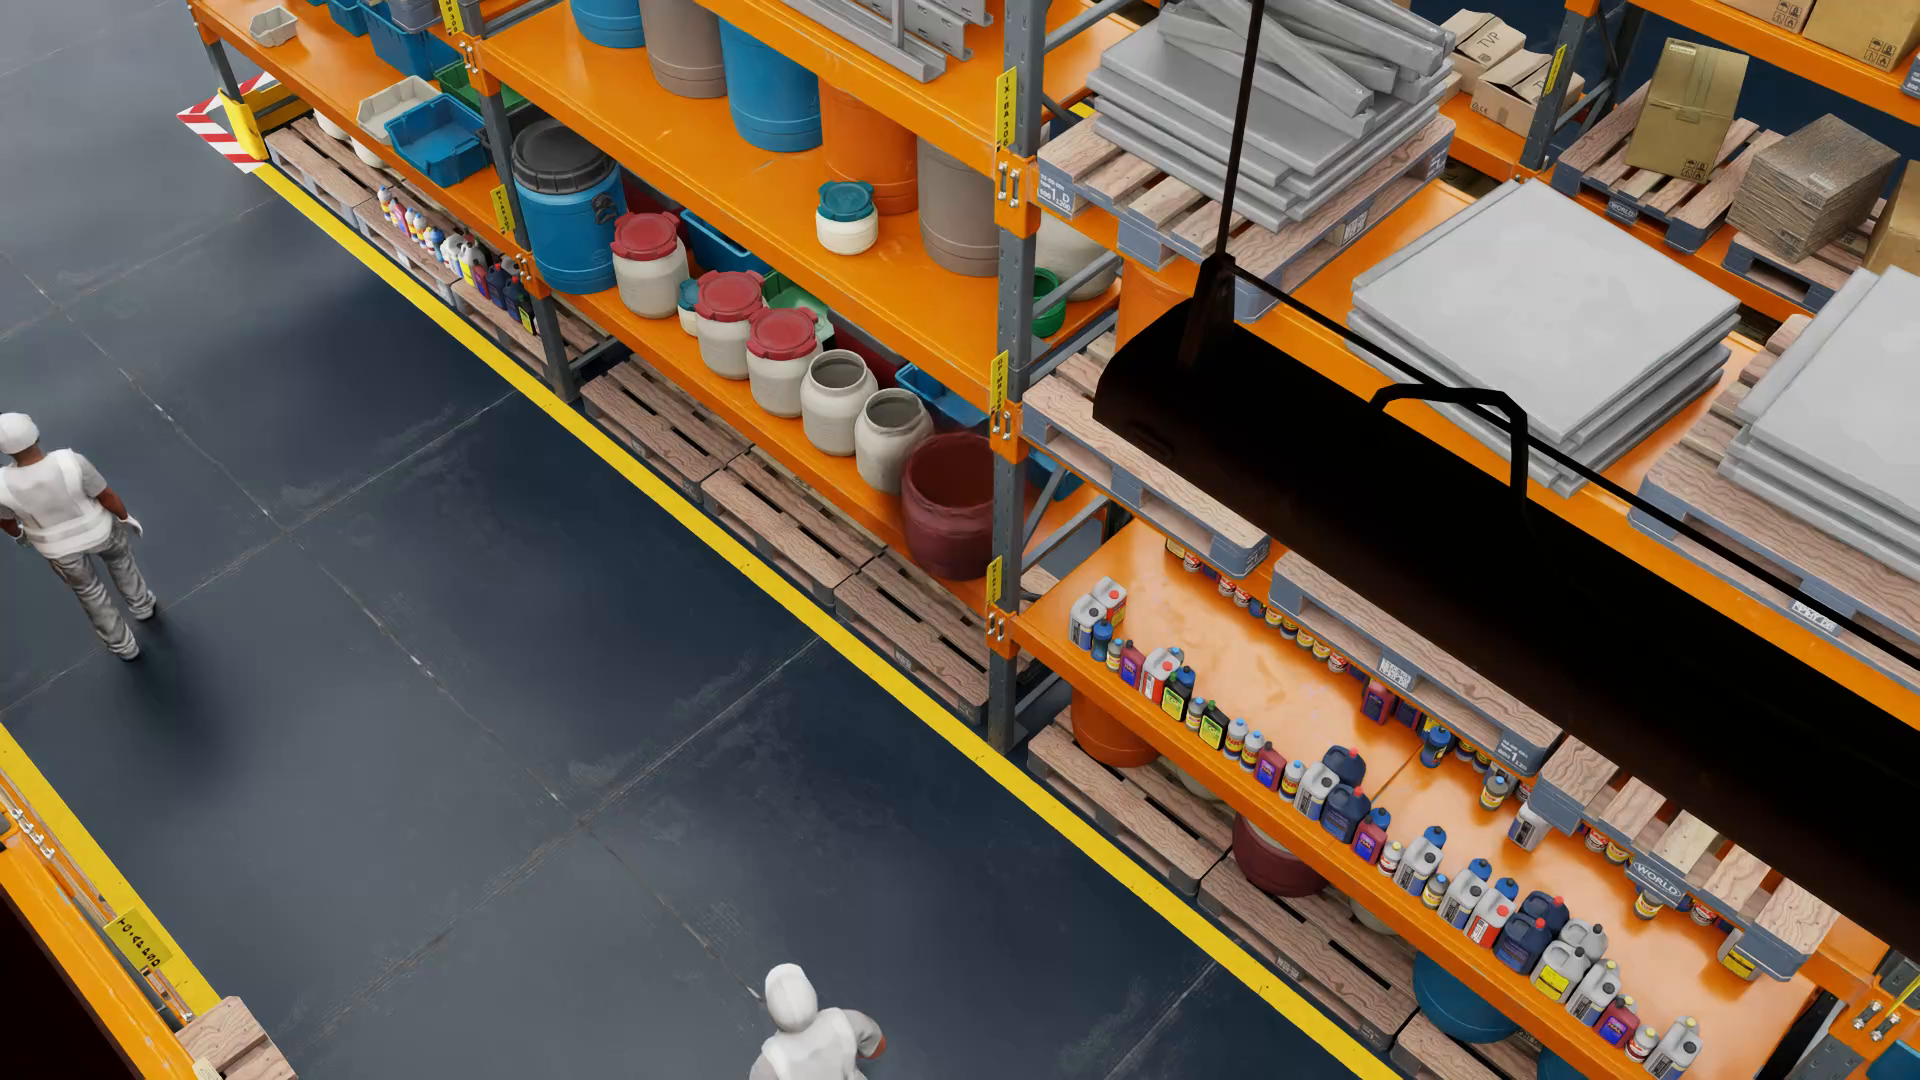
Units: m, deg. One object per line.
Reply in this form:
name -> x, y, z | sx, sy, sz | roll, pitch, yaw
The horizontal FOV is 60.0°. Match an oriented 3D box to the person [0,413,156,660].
person -> -4.938, -0.051, 9.294 | 0.630, 1.833, 0.559 | -22, 54, -18

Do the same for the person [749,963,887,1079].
person -> -0.603, 2.469, 7.237 | 0.695, 1.678, 0.661 | -32, 57, -24
